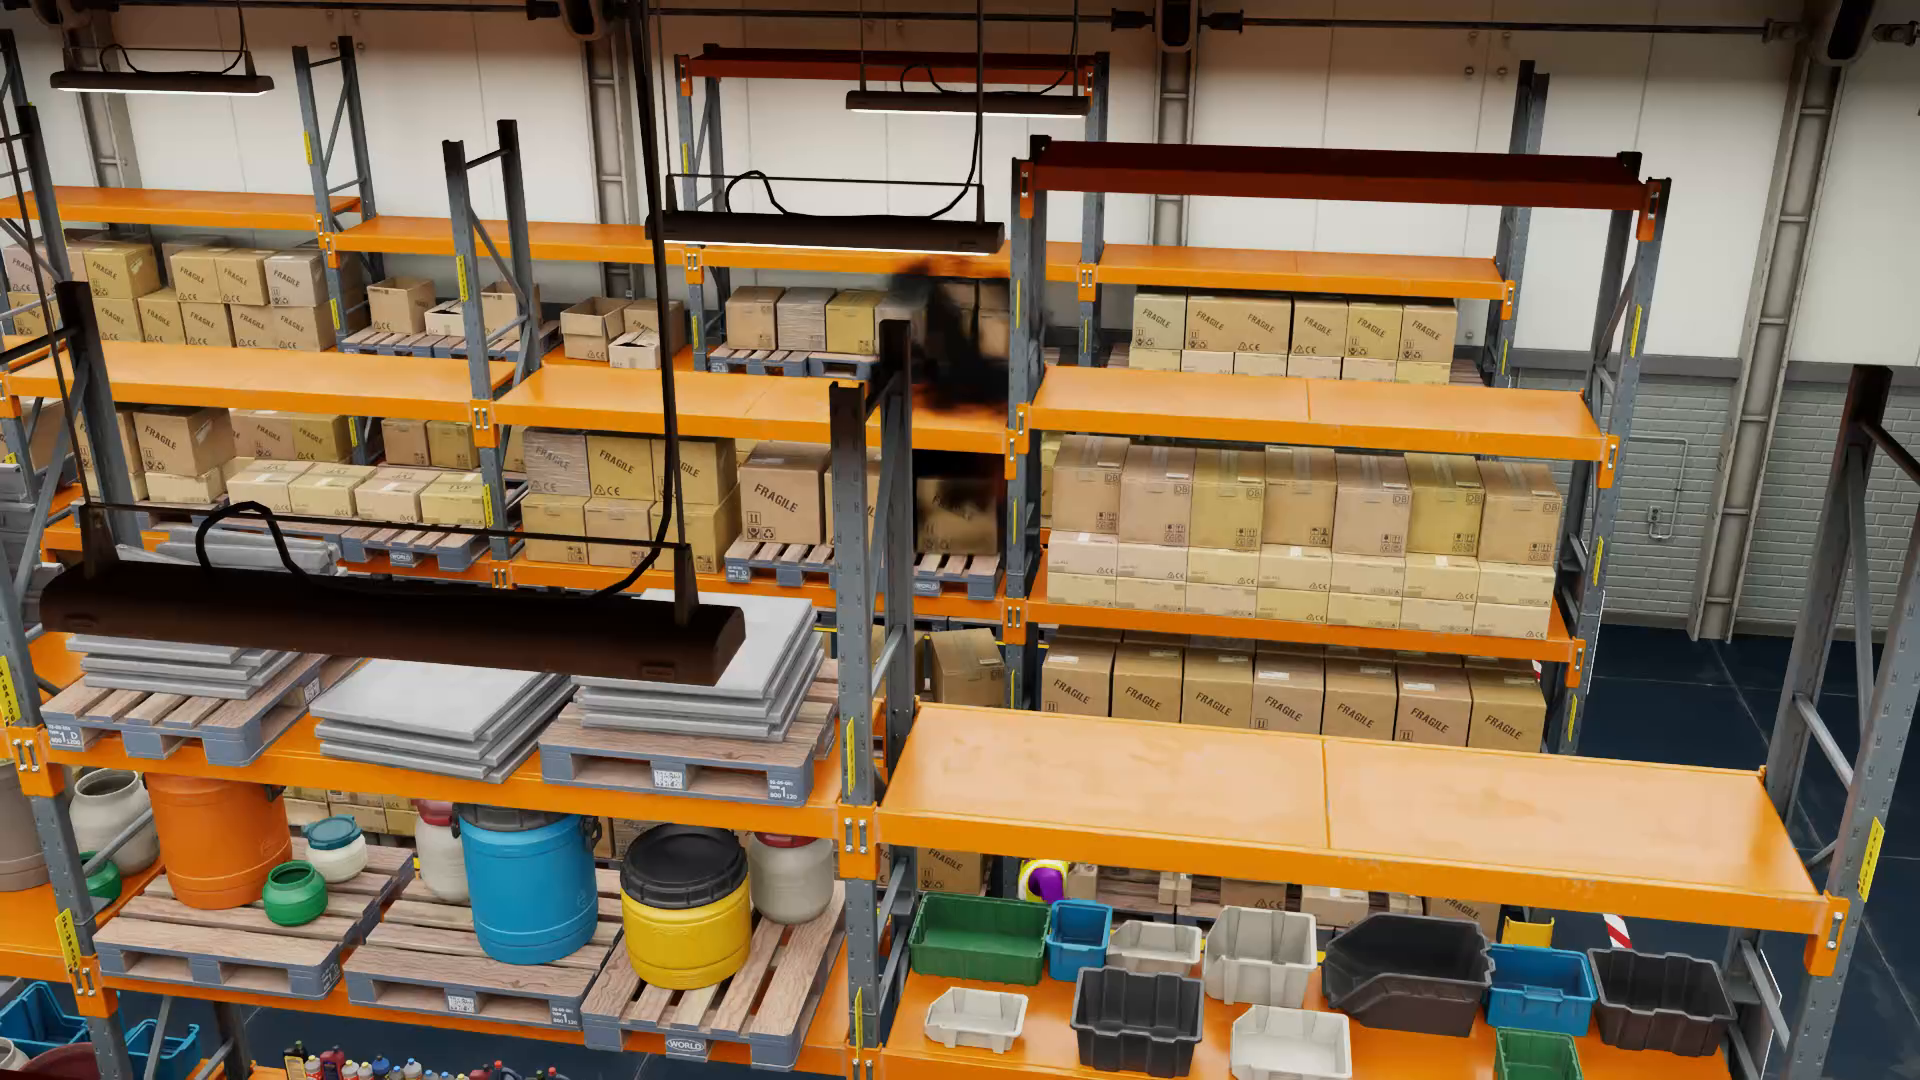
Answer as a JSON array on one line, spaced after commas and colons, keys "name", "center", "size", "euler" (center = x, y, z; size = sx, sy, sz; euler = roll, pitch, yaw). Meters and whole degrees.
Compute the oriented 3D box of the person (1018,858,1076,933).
[{"name": "person", "center": [0.608, 2.589, 11.324], "size": [0.780, 1.758, 0.701], "euler": [3, 23, 6]}]
